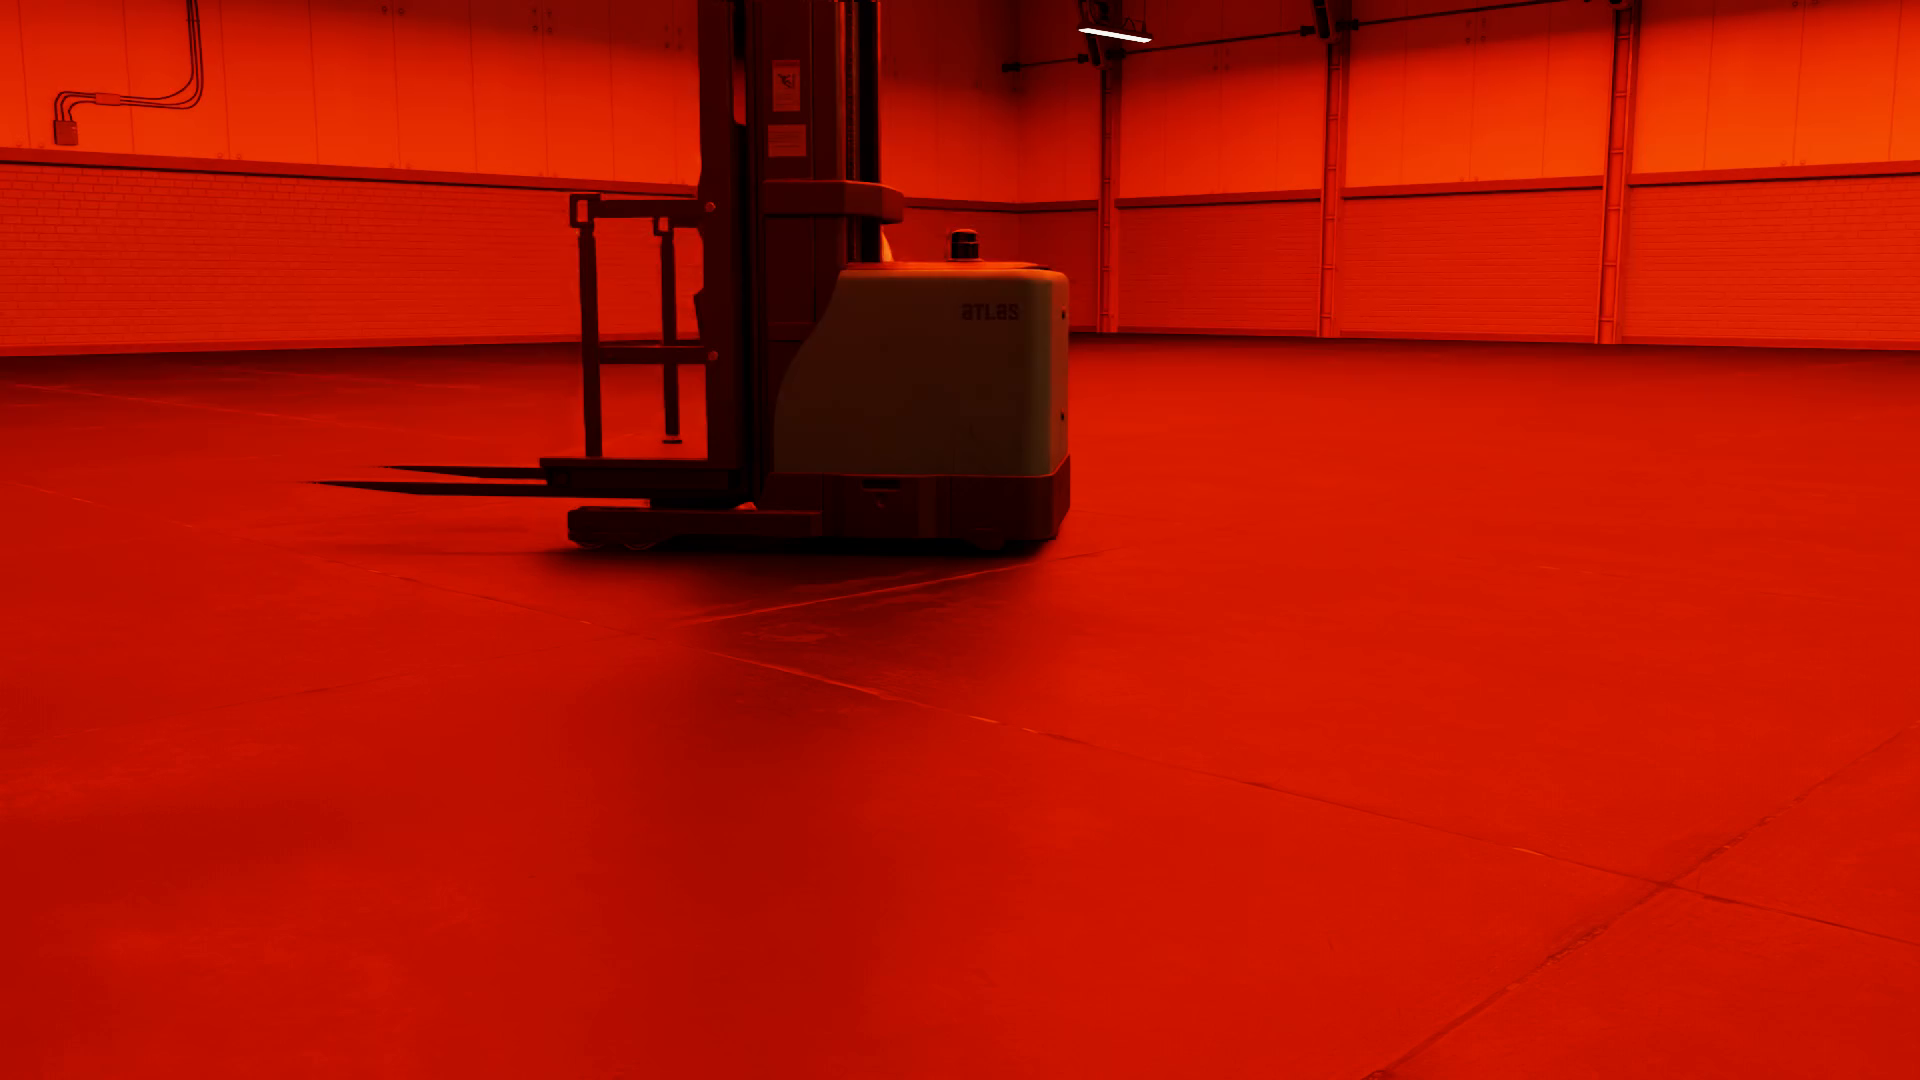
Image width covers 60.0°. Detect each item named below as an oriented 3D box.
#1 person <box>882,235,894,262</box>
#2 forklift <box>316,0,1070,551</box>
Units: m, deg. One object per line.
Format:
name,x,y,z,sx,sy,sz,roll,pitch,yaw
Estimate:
person,-0.541,-0.962,7.806,0.624,1.583,0.822,-3,9,-16
forklift,-1.087,-1.484,6.728,3.031,2.935,1.130,1,9,8
